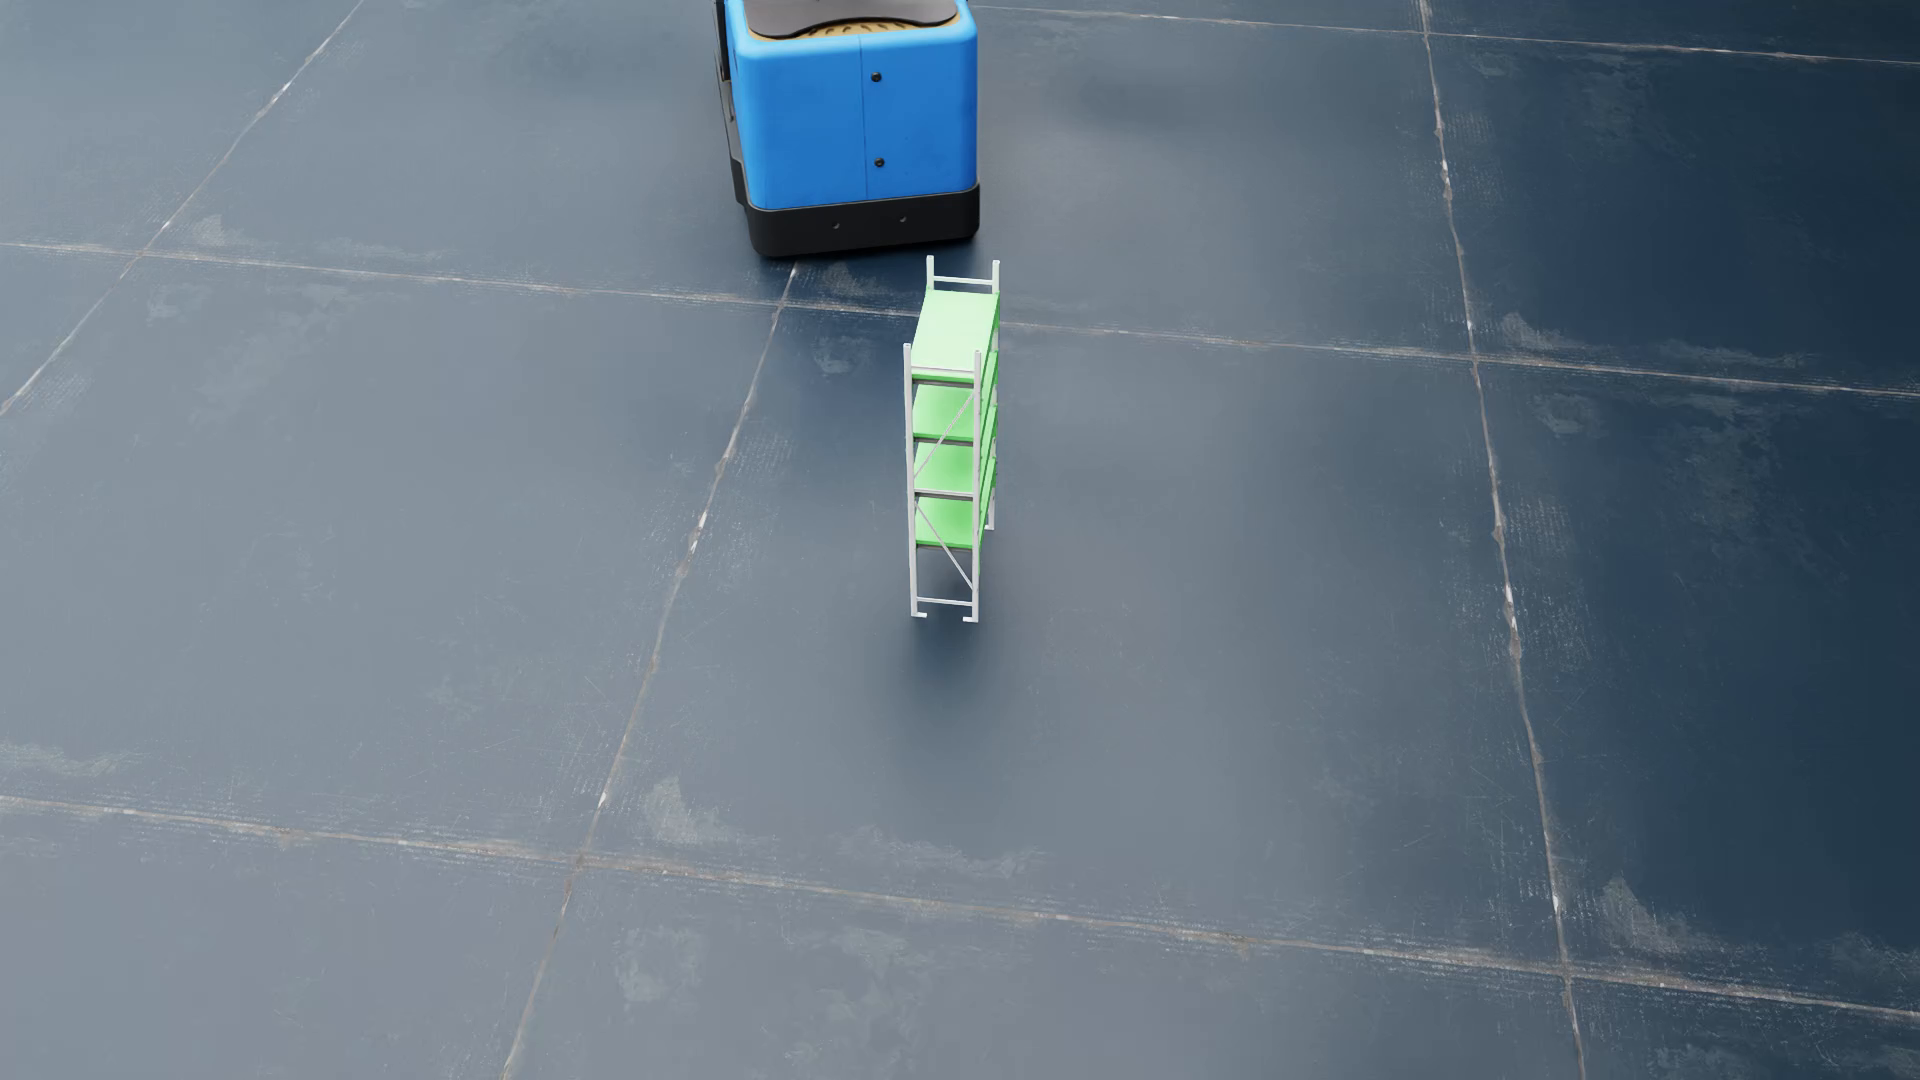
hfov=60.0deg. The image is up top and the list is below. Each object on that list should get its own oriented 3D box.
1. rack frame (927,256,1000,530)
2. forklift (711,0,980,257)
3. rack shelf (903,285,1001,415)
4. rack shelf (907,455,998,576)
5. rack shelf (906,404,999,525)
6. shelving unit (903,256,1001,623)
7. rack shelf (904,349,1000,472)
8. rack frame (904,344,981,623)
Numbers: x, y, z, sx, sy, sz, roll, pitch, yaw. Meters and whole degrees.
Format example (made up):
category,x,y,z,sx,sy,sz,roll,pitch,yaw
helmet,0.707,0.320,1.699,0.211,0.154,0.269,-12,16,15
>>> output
category,x,y,z,sx,sy,sz,roll,pitch,yaw
rack frame,0.010,-0.489,5.894,0.240,1.200,0.015,5,44,6
forklift,-0.682,-3.364,7.671,1.130,2.935,3.031,-7,44,-8
rack shelf,-0.022,-0.625,5.432,0.258,0.148,0.480,5,44,6
rack shelf,-0.022,-0.102,5.927,0.258,0.148,0.480,5,44,6
rack shelf,-0.022,-0.276,5.762,0.258,0.148,0.480,5,44,6
shelving unit,-0.022,-0.323,5.718,0.258,1.200,0.503,5,44,6
rack shelf,-0.022,-0.451,5.597,0.258,0.148,0.480,5,44,6
rack frame,-0.054,-0.157,5.543,0.240,1.200,0.015,5,44,6
